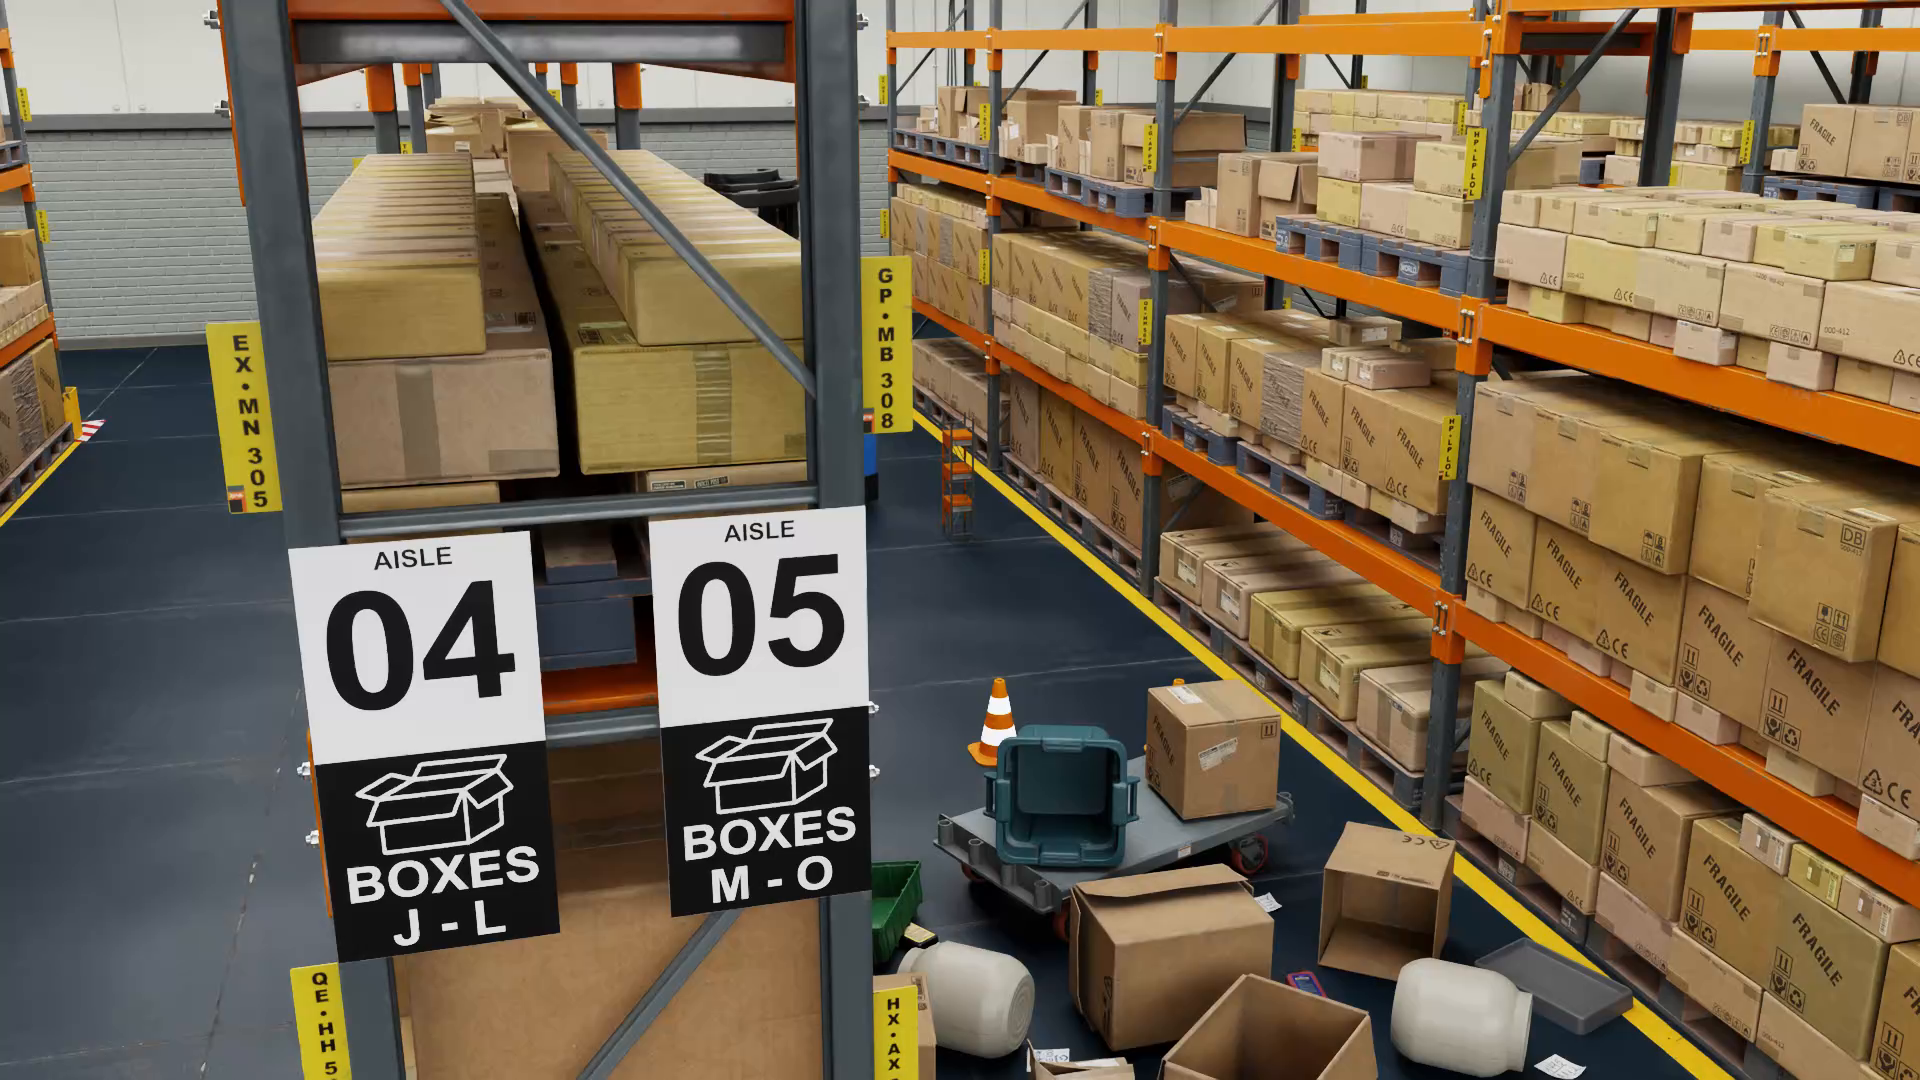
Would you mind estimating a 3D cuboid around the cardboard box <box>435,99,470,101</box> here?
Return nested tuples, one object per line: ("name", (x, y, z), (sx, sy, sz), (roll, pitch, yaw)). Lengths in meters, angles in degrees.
("cardboard box", (-5.076, -4.314, 16.585), (0.380, 0.149, 0.250), (-4, 17, -14))

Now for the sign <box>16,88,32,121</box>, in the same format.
("sign", (-9.340, -4.344, 16.585), (0.100, 0.325, 0.005), (-5, 17, -15))

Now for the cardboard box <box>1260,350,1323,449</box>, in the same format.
("cardboard box", (2.195, -0.873, 10.223), (0.500, 0.500, 0.500), (-5, 18, -17))

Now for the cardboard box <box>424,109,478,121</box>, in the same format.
("cardboard box", (-3.605, -2.930, 11.775), (0.396, 0.266, 0.258), (-5, 17, -15))

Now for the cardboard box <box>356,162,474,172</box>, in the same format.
("cardboard box", (-1.857, -1.207, 5.687), (0.380, 0.149, 0.250), (-5, 17, -16))

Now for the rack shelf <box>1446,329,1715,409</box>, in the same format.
("rack shelf", (6.083, -1.655, 15.499), (1.077, 0.370, 4.000), (-5, 17, -15))

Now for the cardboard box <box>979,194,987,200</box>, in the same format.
("cardboard box", (0.411, -3.597, 17.674), (0.380, 0.149, 0.250), (-4, 17, -13))

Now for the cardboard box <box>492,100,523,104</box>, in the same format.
("cardboard box", (-4.374, -4.216, 16.259), (0.380, 0.149, 0.250), (-4, 17, -14))

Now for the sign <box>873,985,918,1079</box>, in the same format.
("sign", (-0.137, 1.084, 3.486), (0.100, 0.325, 0.005), (-5, 17, -15))

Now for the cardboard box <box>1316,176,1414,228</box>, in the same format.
("cardboard box", (2.387, -1.944, 9.527), (0.500, 0.250, 0.500), (-4, 17, -15))

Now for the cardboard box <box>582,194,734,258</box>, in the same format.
("cardboard box", (-0.806, -0.837, 4.458), (0.380, 0.149, 0.250), (-5, 17, -16))

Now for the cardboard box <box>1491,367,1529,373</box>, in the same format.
("cardboard box", (5.527, -1.677, 16.808), (0.380, 0.149, 0.250), (-5, 17, -17))

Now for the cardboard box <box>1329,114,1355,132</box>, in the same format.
("cardboard box", (4.581, -4.741, 19.050), (0.500, 0.250, 0.500), (-5, 17, -17))

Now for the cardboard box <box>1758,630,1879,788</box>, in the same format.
("cardboard box", (3.378, 0.563, 6.171), (0.500, 0.500, 0.500), (-5, 17, -16))

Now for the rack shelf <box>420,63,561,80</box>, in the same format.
("rack shelf", (-3.420, -3.524, 11.988), (1.077, 0.370, 4.000), (-5, 17, -15))

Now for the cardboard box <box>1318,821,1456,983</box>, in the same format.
("cardboard box", (1.947, 1.653, 7.575), (0.500, 0.500, 0.500), (7, 18, 23))

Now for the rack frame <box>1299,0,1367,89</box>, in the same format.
("rack frame", (4.434, -6.533, 20.058), (1.000, 3.000, 0.127), (-5, 17, -15))

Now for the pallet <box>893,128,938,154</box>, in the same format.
("pallet", (-0.123, -4.456, 18.512), (1.003, 0.211, 1.213), (-5, 17, -15))

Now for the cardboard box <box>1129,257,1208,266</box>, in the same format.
("cardboard box", (1.688, -2.016, 13.539), (0.500, 0.500, 0.500), (-4, 17, -14))

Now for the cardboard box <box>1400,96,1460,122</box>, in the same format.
("cardboard box", (5.015, -4.560, 17.579), (0.500, 0.250, 0.500), (-5, 17, -16))

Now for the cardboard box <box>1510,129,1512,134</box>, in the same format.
("cardboard box", (5.435, -3.868, 15.932), (0.380, 0.149, 0.250), (-5, 17, -15))

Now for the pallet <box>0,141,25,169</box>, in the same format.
("pallet", (-9.652, -3.672, 15.903), (1.003, 0.211, 1.213), (-5, 17, -15))

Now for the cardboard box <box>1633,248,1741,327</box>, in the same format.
("cardboard box", (3.094, -1.029, 6.694), (0.500, 0.250, 0.500), (-5, 17, -15))

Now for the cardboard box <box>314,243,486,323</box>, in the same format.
("cardboard box", (-1.158, -0.504, 3.348), (0.380, 0.149, 0.250), (-5, 17, -15))

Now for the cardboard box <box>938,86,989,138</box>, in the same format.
("cardboard box", (0.072, -4.430, 17.194), (0.500, 0.500, 0.500), (-4, 17, -14))

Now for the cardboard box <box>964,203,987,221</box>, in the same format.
("cardboard box", (0.257, -3.277, 16.608), (0.380, 0.149, 0.250), (-5, 17, -16))

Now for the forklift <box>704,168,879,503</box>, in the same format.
("forklift", (-2.230, -1.850, 15.016), (3.031, 2.935, 1.130), (12, 20, 34))

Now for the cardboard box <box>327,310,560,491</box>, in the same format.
("cardboard box", (-1.075, -0.291, 3.331), (0.500, 0.250, 0.500), (-4, 17, -15))

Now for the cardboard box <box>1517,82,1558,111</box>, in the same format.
("cardboard box", (5.683, -4.380, 16.401), (0.396, 0.266, 0.258), (-5, 17, -16))

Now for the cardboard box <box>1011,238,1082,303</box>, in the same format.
("cardboard box", (0.773, -2.403, 14.827), (0.500, 0.500, 0.500), (-5, 17, -16))

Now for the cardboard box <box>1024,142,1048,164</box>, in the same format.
("cardboard box", (0.773, -3.308, 14.212), (0.380, 0.166, 0.250), (-6, 18, -19))

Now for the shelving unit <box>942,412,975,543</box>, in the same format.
("shelving unit", (-0.015, -0.518, 13.850), (0.215, 1.050, 0.252), (-5, 17, -15))

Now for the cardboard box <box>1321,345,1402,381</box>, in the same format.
("cardboard box", (2.317, -1.022, 9.593), (0.380, 0.149, 0.250), (-5, 18, -18))

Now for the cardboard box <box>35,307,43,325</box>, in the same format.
("cardboard box", (-9.378, -2.218, 16.559), (0.380, 0.149, 0.250), (-5, 17, -15))

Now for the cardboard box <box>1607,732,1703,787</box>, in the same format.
("cardboard box", (3.059, 0.939, 7.229), (0.380, 0.149, 0.250), (-4, 17, -12))

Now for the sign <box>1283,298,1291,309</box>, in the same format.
("sign", (2.380, -1.615, 12.240), (0.100, 0.325, 0.005), (-5, 17, -15))

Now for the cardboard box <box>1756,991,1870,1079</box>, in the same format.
("cardboard box", (3.444, 1.929, 6.365), (0.500, 0.250, 0.500), (-5, 17, -15))

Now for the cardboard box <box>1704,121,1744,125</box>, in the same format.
("cardboard box", (6.567, -3.479, 14.158), (0.380, 0.149, 0.250), (-4, 17, -13))

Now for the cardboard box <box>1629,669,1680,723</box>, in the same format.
("cardboard box", (3.081, 0.641, 7.042), (0.380, 0.149, 0.250), (-5, 17, -15))

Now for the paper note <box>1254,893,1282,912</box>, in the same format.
("paper note", (1.466, 1.757, 8.051), (0.148, 0.019, 0.142), (-5, 17, -15))

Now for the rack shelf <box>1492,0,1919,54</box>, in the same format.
("rack shelf", (3.510, -1.921, 5.960), (1.077, 0.370, 4.000), (-5, 17, -15))

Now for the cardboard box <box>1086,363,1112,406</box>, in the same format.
("cardboard box", (1.317, -1.241, 13.129), (0.500, 0.250, 0.500), (-4, 17, -14))

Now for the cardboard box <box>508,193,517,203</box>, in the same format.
("cardboard box", (-2.322, -1.465, 7.759), (0.500, 0.250, 0.500), (-5, 17, -16))

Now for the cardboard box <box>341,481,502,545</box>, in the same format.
("cardboard box", (-1.089, -0.051, 3.228), (0.380, 0.149, 0.250), (-5, 17, -15))

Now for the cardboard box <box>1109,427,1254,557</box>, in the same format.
("cardboard box", (1.751, -0.434, 13.147), (0.875, 0.875, 0.875), (-5, 17, -16))

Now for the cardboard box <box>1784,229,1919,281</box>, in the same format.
("cardboard box", (3.229, -1.030, 6.004), (0.380, 0.149, 0.250), (-4, 17, -14))

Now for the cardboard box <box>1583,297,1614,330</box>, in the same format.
("cardboard box", (3.003, -1.021, 7.359), (0.380, 0.149, 0.250), (-5, 17, -15))

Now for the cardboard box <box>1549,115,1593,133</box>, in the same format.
("cardboard box", (5.614, -3.793, 15.165), (0.380, 0.149, 0.250), (-5, 17, -15))

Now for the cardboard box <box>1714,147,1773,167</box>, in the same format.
("cardboard box", (6.304, -3.081, 13.350), (0.380, 0.149, 0.250), (-4, 17, -14))

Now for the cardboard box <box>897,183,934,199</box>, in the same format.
("cardboard box", (-0.506, -3.983, 18.960), (0.380, 0.149, 0.250), (-4, 17, -14))

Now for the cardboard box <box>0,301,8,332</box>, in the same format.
("cardboard box", (-9.051, -2.015, 15.191), (0.500, 0.250, 0.500), (-5, 17, -15))

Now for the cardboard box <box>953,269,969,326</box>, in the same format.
("cardboard box", (0.242, -2.457, 16.745), (0.500, 0.500, 0.500), (-5, 17, -17))

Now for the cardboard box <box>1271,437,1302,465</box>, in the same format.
("cardboard box", (2.169, -0.578, 10.371), (0.380, 0.149, 0.250), (-4, 17, -14))

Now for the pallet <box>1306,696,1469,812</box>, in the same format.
("pallet", (2.745, 1.174, 9.678), (1.003, 0.211, 1.213), (-5, 17, -15))

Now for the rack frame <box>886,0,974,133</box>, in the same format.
("rack frame", (-0.337, -6.139, 18.748), (1.000, 3.000, 0.127), (-5, 17, -15))

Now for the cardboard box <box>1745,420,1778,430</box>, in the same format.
("cardboard box", (6.789, -0.930, 14.322), (0.380, 0.149, 0.250), (-4, 17, -12))

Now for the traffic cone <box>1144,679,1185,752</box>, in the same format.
("traffic cone", (1.274, 1.036, 9.699), (0.336, 0.463, 0.334), (-5, 17, -15))
